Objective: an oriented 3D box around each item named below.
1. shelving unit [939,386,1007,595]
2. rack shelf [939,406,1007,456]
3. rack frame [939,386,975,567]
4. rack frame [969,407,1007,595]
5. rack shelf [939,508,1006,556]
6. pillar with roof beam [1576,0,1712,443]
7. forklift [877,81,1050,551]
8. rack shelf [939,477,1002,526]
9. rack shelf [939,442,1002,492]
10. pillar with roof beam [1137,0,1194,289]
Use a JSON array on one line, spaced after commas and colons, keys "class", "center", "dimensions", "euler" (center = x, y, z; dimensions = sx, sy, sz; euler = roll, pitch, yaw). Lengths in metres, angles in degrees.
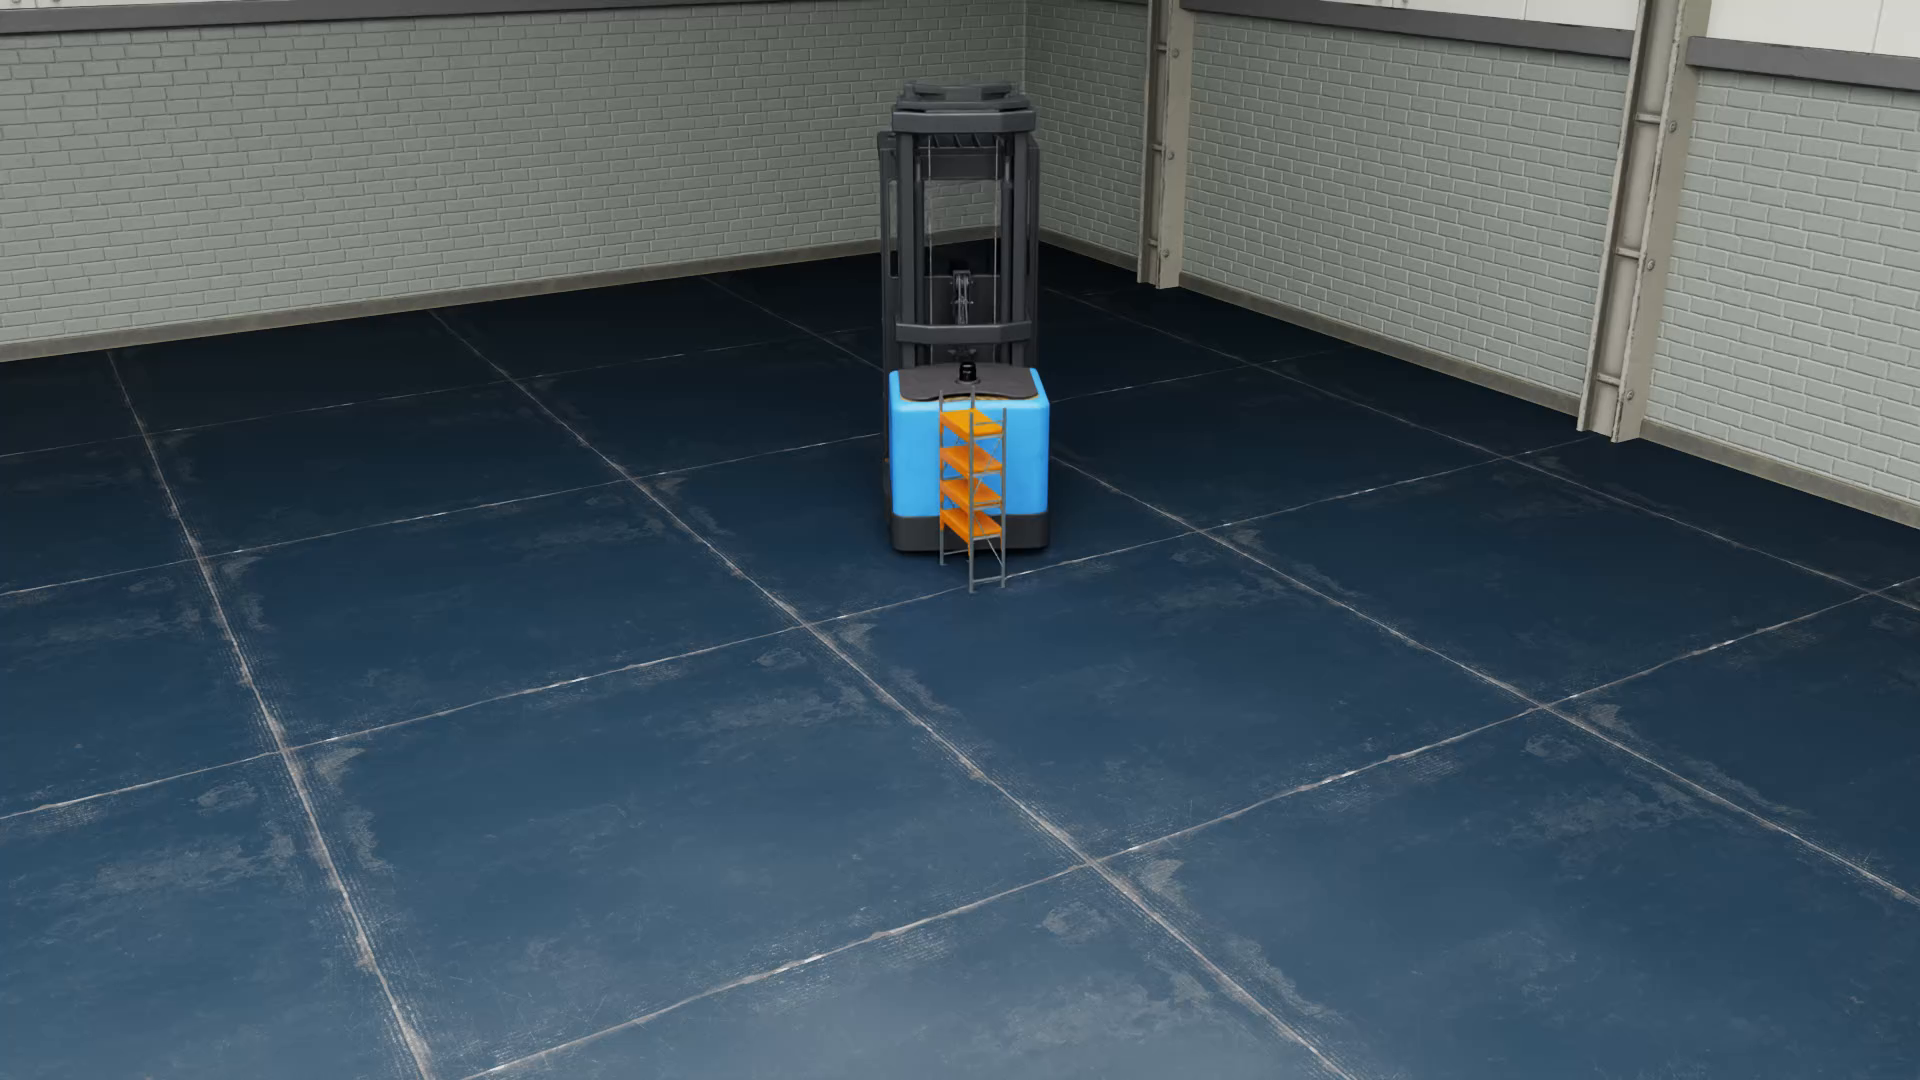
[{"class": "shelving unit", "center": [0.076, -0.317, 10.497], "dimensions": [0.258, 1.200, 0.503], "euler": [-9, 24, -21]}, {"class": "rack shelf", "center": [0.076, -0.681, 10.349], "dimensions": [0.258, 0.148, 0.480], "euler": [-9, 24, -21]}, {"class": "rack frame", "center": [-0.018, -0.402, 10.706], "dimensions": [0.240, 1.200, 0.015], "euler": [-9, 24, -21]}, {"class": "rack frame", "center": [0.170, -0.232, 10.289], "dimensions": [0.240, 1.200, 0.015], "euler": [-9, 24, -21]}, {"class": "rack shelf", "center": [0.076, -0.071, 10.597], "dimensions": [0.258, 0.148, 0.480], "euler": [-9, 24, -21]}, {"class": "pillar with roof beam", "center": [1.541, -4.206, 9.707], "dimensions": [9.100, 9.000, 0.400], "euler": [-13, 25, -28]}, {"class": "forklift", "center": [-0.020, -1.796, 11.838], "dimensions": [1.130, 2.935, 3.031], "euler": [-1, 22, -3]}, {"class": "rack shelf", "center": [0.076, -0.254, 10.523], "dimensions": [0.258, 0.148, 0.480], "euler": [-9, 24, -21]}, {"class": "rack shelf", "center": [0.076, -0.462, 10.438], "dimensions": [0.258, 0.148, 0.480], "euler": [-9, 24, -21]}, {"class": "pillar with roof beam", "center": [-1.524, -6.148, 14.486], "dimensions": [9.100, 9.000, 0.400], "euler": [-13, 25, -28]}]
